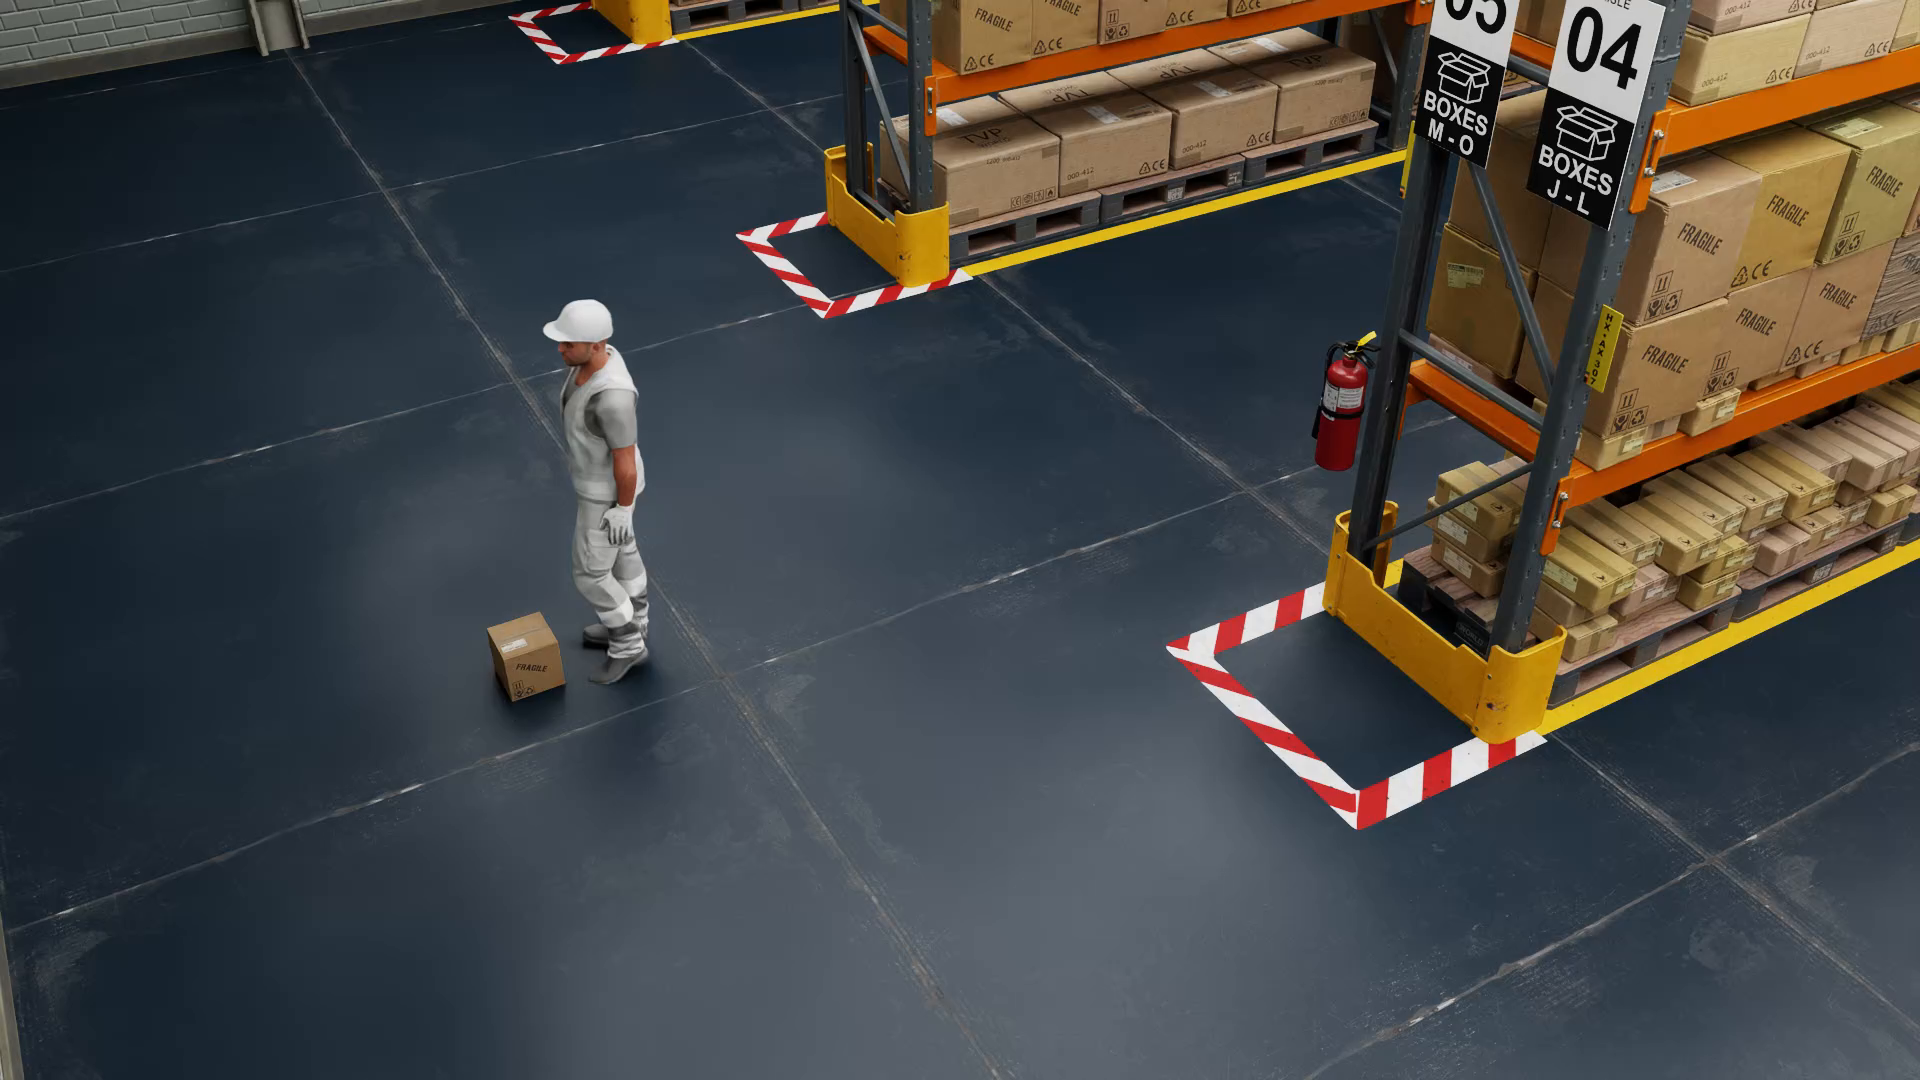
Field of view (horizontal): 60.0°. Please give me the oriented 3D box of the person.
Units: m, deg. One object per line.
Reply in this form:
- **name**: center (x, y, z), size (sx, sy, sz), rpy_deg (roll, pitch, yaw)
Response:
- **person**: center (-1.567, -0.236, 7.239), size (0.402, 1.820, 0.590), rpy_deg (-11, 38, -14)
